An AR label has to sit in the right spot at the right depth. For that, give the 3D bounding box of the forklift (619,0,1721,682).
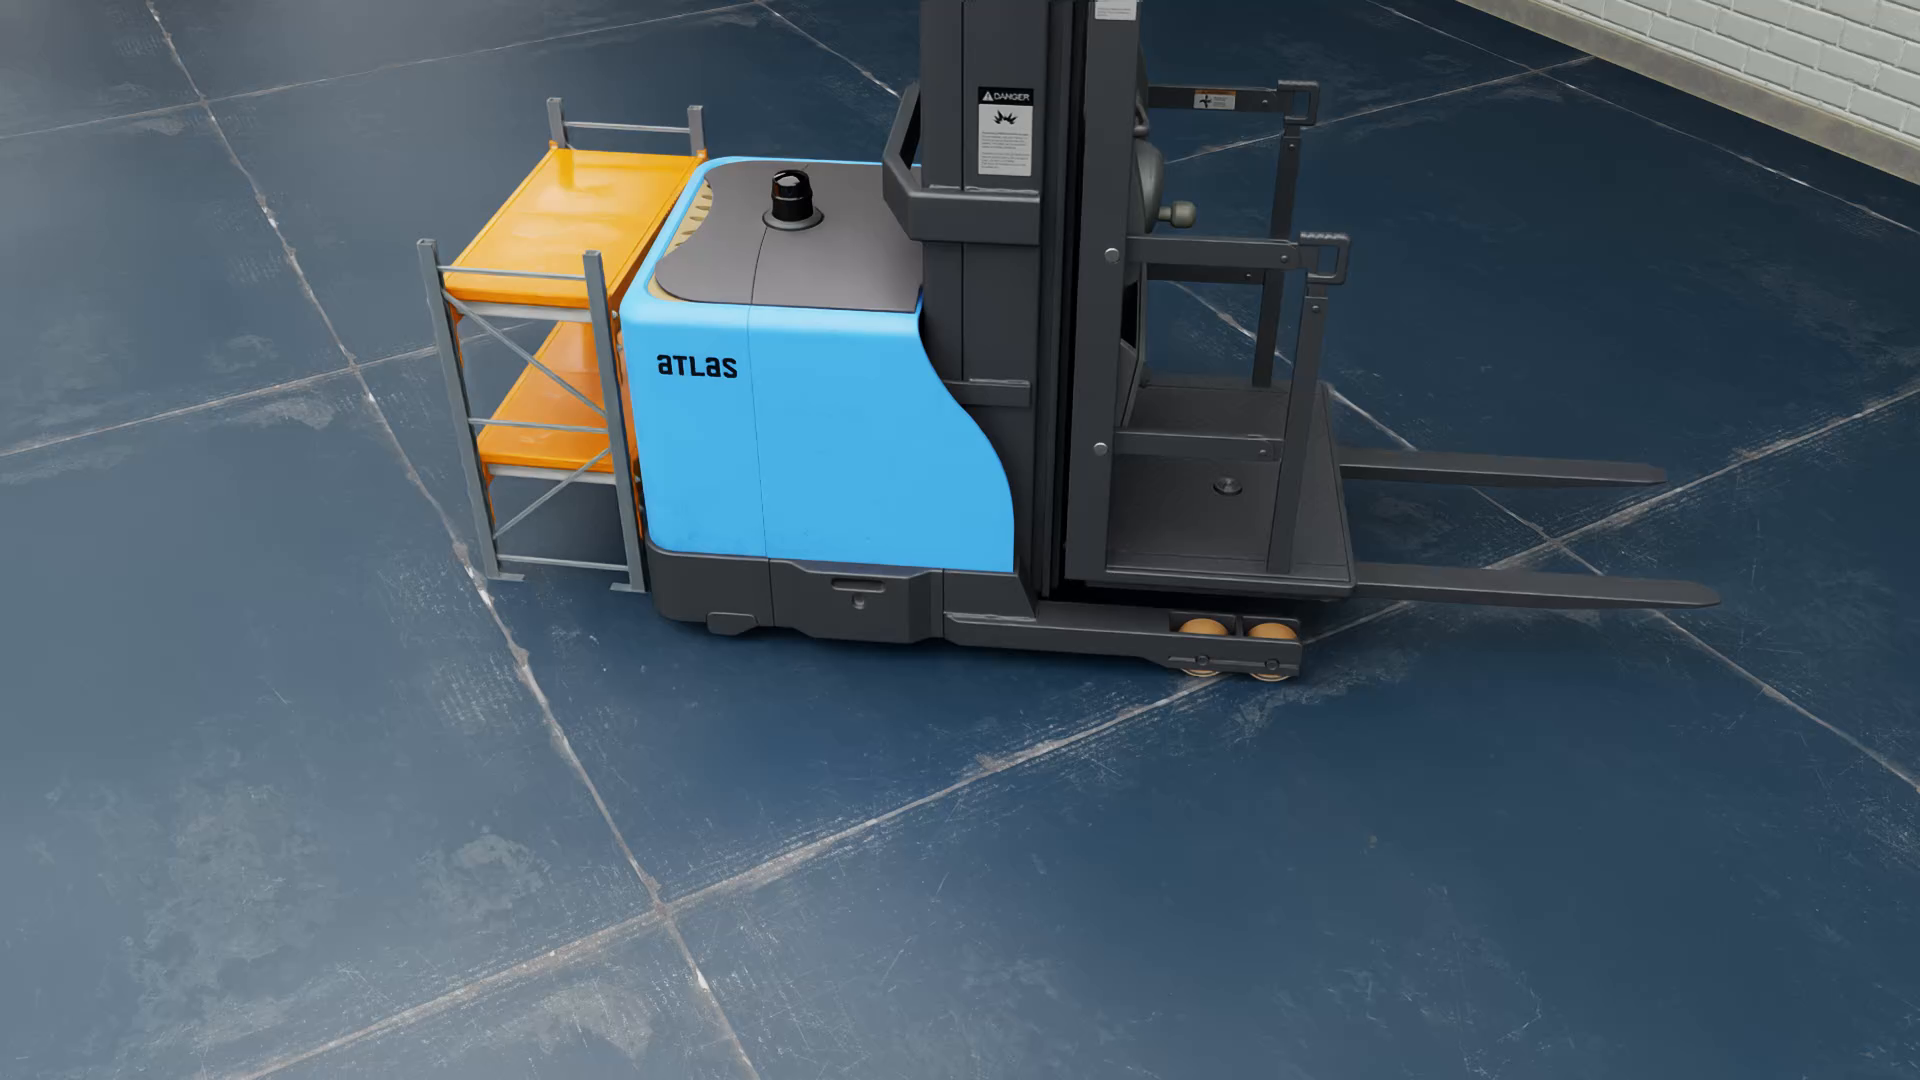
[{"bbox_3d":[0.650,-1.115,4.291,3.031,2.935,1.130,3,36,5],"label":"forklift"}]

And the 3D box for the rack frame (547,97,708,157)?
[{"bbox_3d":[-1.053,-0.916,5.550,0.500,1.125,0.032,5,36,7],"label":"rack frame"}]

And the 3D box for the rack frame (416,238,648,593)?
[{"bbox_3d":[-1.197,-0.323,4.738,0.500,1.125,0.032,5,36,7],"label":"rack frame"}]

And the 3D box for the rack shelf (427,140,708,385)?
[{"bbox_3d":[-1.125,-0.856,4.971,0.538,0.278,1.000,5,36,7],"label":"rack shelf"}]

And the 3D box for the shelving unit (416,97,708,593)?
[{"bbox_3d":[-1.125,-0.619,5.144,0.538,1.125,1.048,5,36,7],"label":"shelving unit"}]

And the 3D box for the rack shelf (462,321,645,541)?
[{"bbox_3d":[-1.125,-0.422,5.288,0.538,0.278,1.000,5,36,7],"label":"rack shelf"}]
